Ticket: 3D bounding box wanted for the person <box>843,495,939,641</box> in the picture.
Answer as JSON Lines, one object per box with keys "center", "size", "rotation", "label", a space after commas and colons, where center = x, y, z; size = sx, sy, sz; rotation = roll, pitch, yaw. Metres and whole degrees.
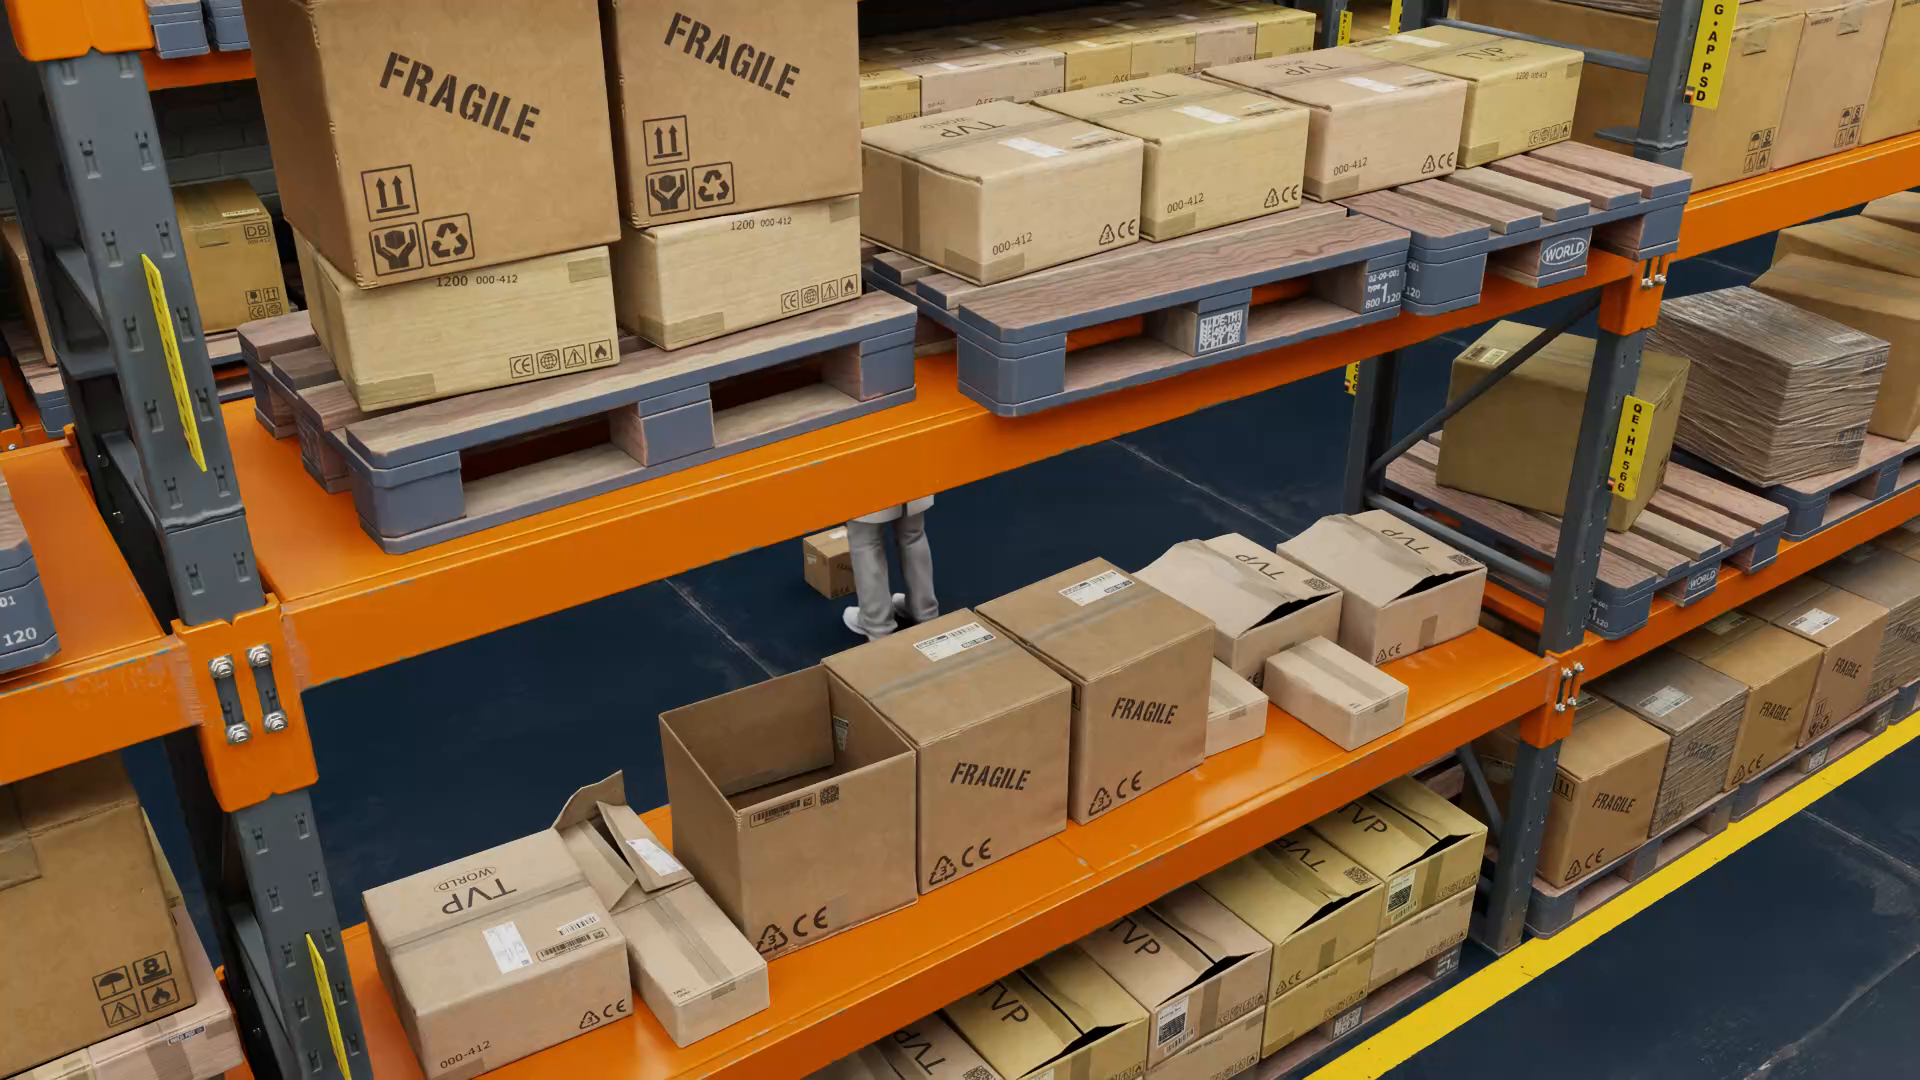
{"center": [-0.359, -0.351, 7.797], "size": [0.562, 1.775, 0.388], "rotation": [-18, 33, -29], "label": "person"}
